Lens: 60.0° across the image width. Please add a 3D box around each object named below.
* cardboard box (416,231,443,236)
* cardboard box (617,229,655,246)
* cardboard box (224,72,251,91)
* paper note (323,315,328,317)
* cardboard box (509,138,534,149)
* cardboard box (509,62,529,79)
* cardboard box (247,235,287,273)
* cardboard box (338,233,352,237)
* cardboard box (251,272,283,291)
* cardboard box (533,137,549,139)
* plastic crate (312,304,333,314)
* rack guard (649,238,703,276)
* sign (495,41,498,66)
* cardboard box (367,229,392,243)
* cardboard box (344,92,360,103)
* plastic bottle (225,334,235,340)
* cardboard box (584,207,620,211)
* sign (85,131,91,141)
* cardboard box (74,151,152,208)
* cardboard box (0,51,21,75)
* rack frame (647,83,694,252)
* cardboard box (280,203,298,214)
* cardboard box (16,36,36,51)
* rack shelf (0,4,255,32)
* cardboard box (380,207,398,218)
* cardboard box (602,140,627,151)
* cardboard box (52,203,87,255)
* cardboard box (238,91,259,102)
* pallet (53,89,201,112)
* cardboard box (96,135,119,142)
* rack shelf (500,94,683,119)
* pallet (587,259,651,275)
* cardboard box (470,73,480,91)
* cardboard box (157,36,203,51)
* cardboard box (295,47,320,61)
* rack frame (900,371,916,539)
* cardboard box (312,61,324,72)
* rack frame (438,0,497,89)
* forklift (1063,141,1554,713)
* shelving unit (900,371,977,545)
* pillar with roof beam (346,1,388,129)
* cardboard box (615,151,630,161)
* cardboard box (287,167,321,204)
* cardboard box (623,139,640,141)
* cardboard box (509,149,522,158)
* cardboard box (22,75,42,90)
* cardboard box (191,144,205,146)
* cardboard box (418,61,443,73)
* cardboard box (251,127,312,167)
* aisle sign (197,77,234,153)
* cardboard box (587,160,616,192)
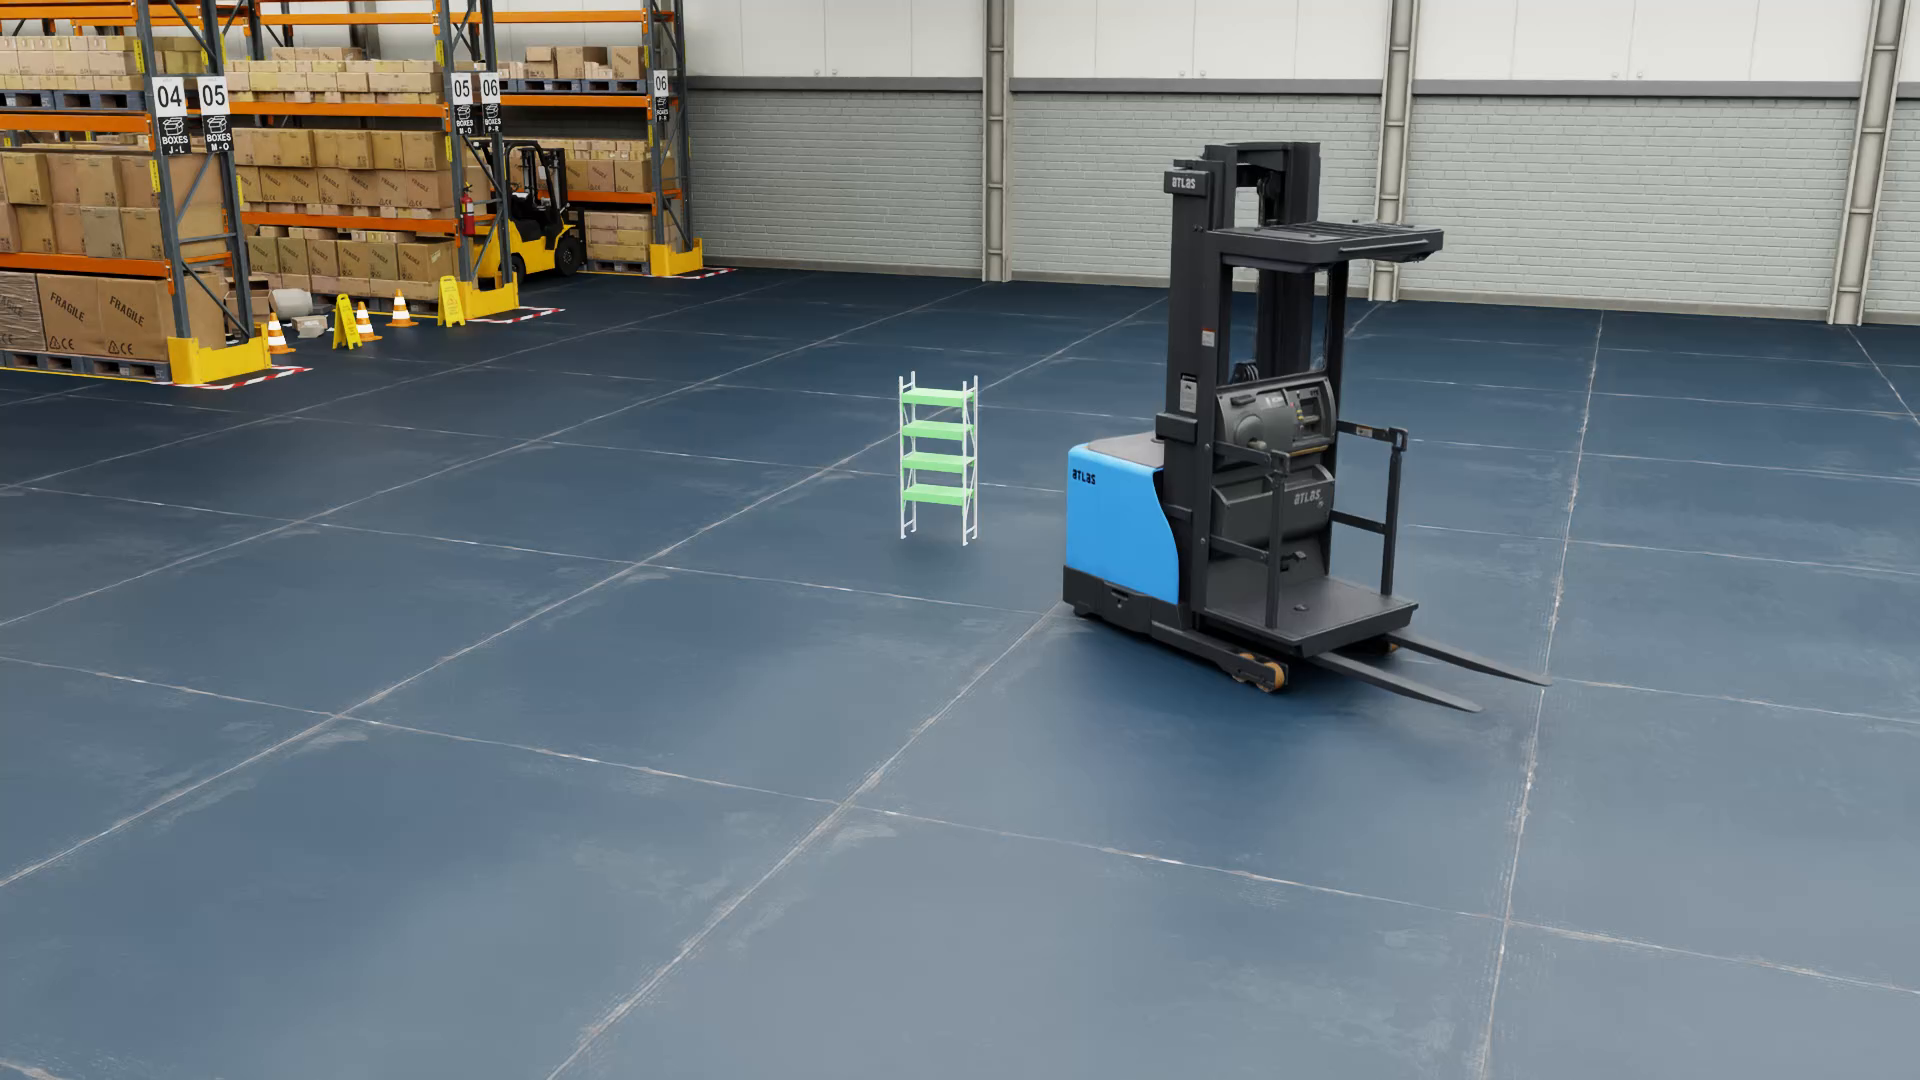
[{"bbox_3d":[-8.889,-5.383,28.843,0.625,0.625,0.875,7,18,23],"label":"cardboard box"},{"bbox_3d":[-5.246,-4.952,27.134,0.500,0.250,0.500,6,17,20],"label":"cardboard box"},{"bbox_3d":[-9.909,-6.379,23.122,0.500,0.250,0.500,6,17,19],"label":"cardboard box"},{"bbox_3d":[-8.690,-3.050,22.625,0.148,0.019,0.142,0,16,1],"label":"paper note"},{"bbox_3d":[-7.242,-6.565,27.530,0.250,0.149,0.380,6,17,20],"label":"cardboard box"},{"bbox_3d":[-7.131,-7.667,27.130,0.258,0.266,0.396,6,17,19],"label":"cardboard box"},{"bbox_3d":[-9.768,-4.095,23.732,0.500,0.500,0.500,7,18,23],"label":"cardboard box"},{"bbox_3d":[-8.620,-4.131,23.856,0.500,0.500,0.500,7,18,24],"label":"cardboard box"},{"bbox_3d":[-9.768,-3.735,23.836,0.500,0.250,0.500,5,17,18],"label":"cardboard box"},{"bbox_3d":[-7.033,-6.719,28.060,0.250,0.149,0.380,6,17,20],"label":"cardboard box"},{"bbox_3d":[-9.058,-3.208,23.082,0.583,0.080,0.402,0,16,1],"label":"plastic crate"},{"bbox_3d":[-4.657,-4.660,27.327,0.348,0.500,1.175,6,17,21],"label":"rack guard"},{"bbox_3d":[-6.298,-6.576,22.496,0.005,0.325,0.100,6,17,21],"label":"sign"},{"bbox_3d":[-7.936,-4.188,22.891,0.250,0.149,0.380,7,17,22],"label":"cardboard box"},{"bbox_3d":[-8.112,-5.997,22.520,0.250,0.149,0.380,6,17,19],"label":"cardboard box"},{"bbox_3d":[-9.242,-2.540,20.813,0.283,0.061,0.133,0,16,1],"label":"plastic bottle"},{"bbox_3d":[-5.984,-5.426,27.869,0.500,0.250,0.500,6,17,20],"label":"cardboard box"},{"bbox_3d":[-16.034,-7.364,30.607,0.005,0.325,0.100,6,17,21],"label":"sign"},{"bbox_3d":[-9.095,-3.951,18.199,0.550,0.550,0.875,6,17,21],"label":"cardboard box"},{"bbox_3d":[-10.177,-5.174,18.038,0.500,0.250,0.500,6,17,21],"label":"cardboard box"},{"bbox_3d":[-4.679,-5.862,26.987,0.127,3.000,1.000,6,17,21],"label":"rack frame"},{"bbox_3d":[-9.313,-4.682,23.371,0.250,0.149,0.380,7,18,22],"label":"cardboard box"},{"bbox_3d":[-9.839,-5.310,17.791,0.250,0.149,0.380,6,17,20],"label":"cardboard box"},{"bbox_3d":[-12.078,-7.532,23.985,4.000,0.370,1.077,6,17,21],"label":"rack shelf"},{"bbox_3d":[-7.681,-4.484,22.690,0.250,0.149,0.380,7,17,22],"label":"cardboard box"},{"bbox_3d":[-5.584,-6.384,26.906,0.250,0.149,0.380,7,17,22],"label":"cardboard box"},{"bbox_3d":[-9.575,-3.519,18.647,0.550,0.550,0.875,6,17,21],"label":"cardboard box"},{"bbox_3d":[-9.796,-6.166,23.104,0.250,0.149,0.380,6,17,21],"label":"cardboard box"},{"bbox_3d":[-8.913,-4.752,17.940,1.213,0.211,1.003,6,17,21],"label":"pallet"},{"bbox_3d":[-15.474,-7.232,30.773,0.500,0.500,0.700,7,18,22],"label":"cardboard box"},{"bbox_3d":[-6.539,-7.162,27.374,4.000,0.370,1.077,6,17,21],"label":"rack shelf"},{"bbox_3d":[-5.406,-4.591,27.608,1.213,0.211,1.003,6,17,21],"label":"pallet"},{"bbox_3d":[-6.867,-6.207,22.528,0.500,0.250,0.500,6,17,20],"label":"cardboard box"},{"bbox_3d":[-8.413,-5.350,17.929,0.250,0.149,0.380,6,17,21],"label":"cardboard box"},{"bbox_3d":[-11.030,-8.256,28.740,0.500,0.500,0.700,6,17,20],"label":"cardboard box"},{"bbox_3d":[-0.381,-0.618,12.151,0.015,1.200,0.240,6,17,21],"label":"rack frame"},{"bbox_3d":[-8.568,-6.432,22.590,0.250,0.149,0.380,7,17,22],"label":"cardboard box"},{"bbox_3d":[-6.497,-7.456,21.715,0.127,3.000,1.000,6,17,21],"label":"rack frame"},{"bbox_3d":[1.950,-0.716,9.382,1.130,2.935,3.031,-12,20,-36],"label":"forklift"},{"bbox_3d":[-0.154,-0.593,12.065,0.503,1.200,0.258,6,17,21],"label":"shelving unit"},{"bbox_3d":[-12.157,-8.546,25.469,0.400,9.000,9.100,6,17,21],"label":"pillar with roof beam"},{"bbox_3d":[-5.353,-6.203,26.818,0.250,0.149,0.380,7,17,22],"label":"cardboard box"},{"bbox_3d":[-8.973,-4.957,23.157,0.500,0.500,0.500,6,17,20],"label":"cardboard box"},{"bbox_3d":[-5.395,-6.513,27.353,0.250,0.149,0.380,7,17,22],"label":"cardboard box"},{"bbox_3d":[-7.260,-6.413,27.541,0.250,0.149,0.380,6,17,20],"label":"cardboard box"},{"bbox_3d":[-9.834,-4.926,17.900,0.250,0.149,0.380,6,17,21],"label":"cardboard box"},{"bbox_3d":[-11.015,-5.550,24.444,0.500,0.500,0.500,6,17,21],"label":"cardboard box"},{"bbox_3d":[-6.920,-6.236,21.912,0.250,0.149,0.380,6,17,21],"label":"cardboard box"},{"bbox_3d":[-9.421,-5.496,23.218,0.500,0.500,0.700,6,17,21],"label":"cardboard box"},{"bbox_3d":[-8.043,-4.600,17.974,0.004,0.787,0.394,6,17,21],"label":"aisle sign"},{"bbox_3d":[-5.712,-5.948,27.103,0.500,0.500,0.500,7,18,22],"label":"cardboard box"}]
